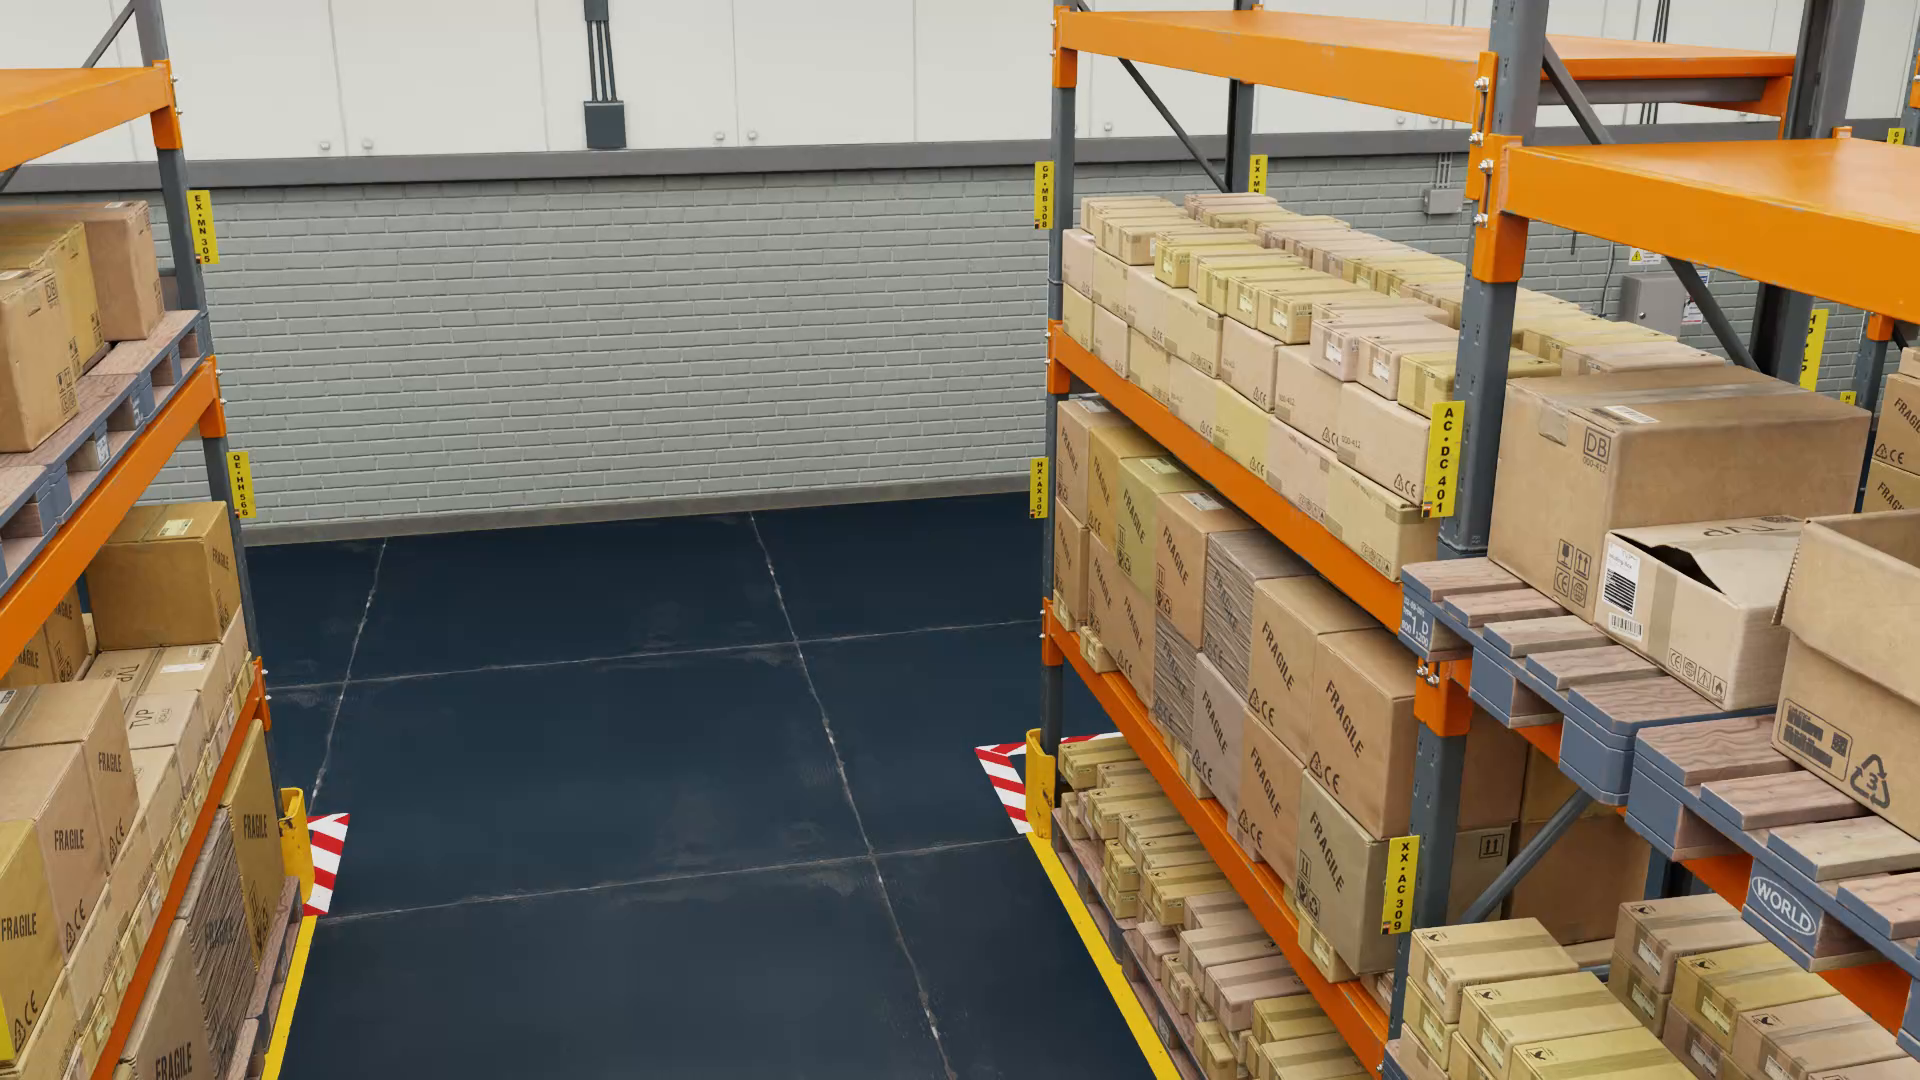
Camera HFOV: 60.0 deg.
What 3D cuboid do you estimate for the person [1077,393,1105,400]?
[{"bbox_3d":[0.865,-0.210,11.646,0.435,1.750,0.606,-6,20,-15],"label":"person"}]
